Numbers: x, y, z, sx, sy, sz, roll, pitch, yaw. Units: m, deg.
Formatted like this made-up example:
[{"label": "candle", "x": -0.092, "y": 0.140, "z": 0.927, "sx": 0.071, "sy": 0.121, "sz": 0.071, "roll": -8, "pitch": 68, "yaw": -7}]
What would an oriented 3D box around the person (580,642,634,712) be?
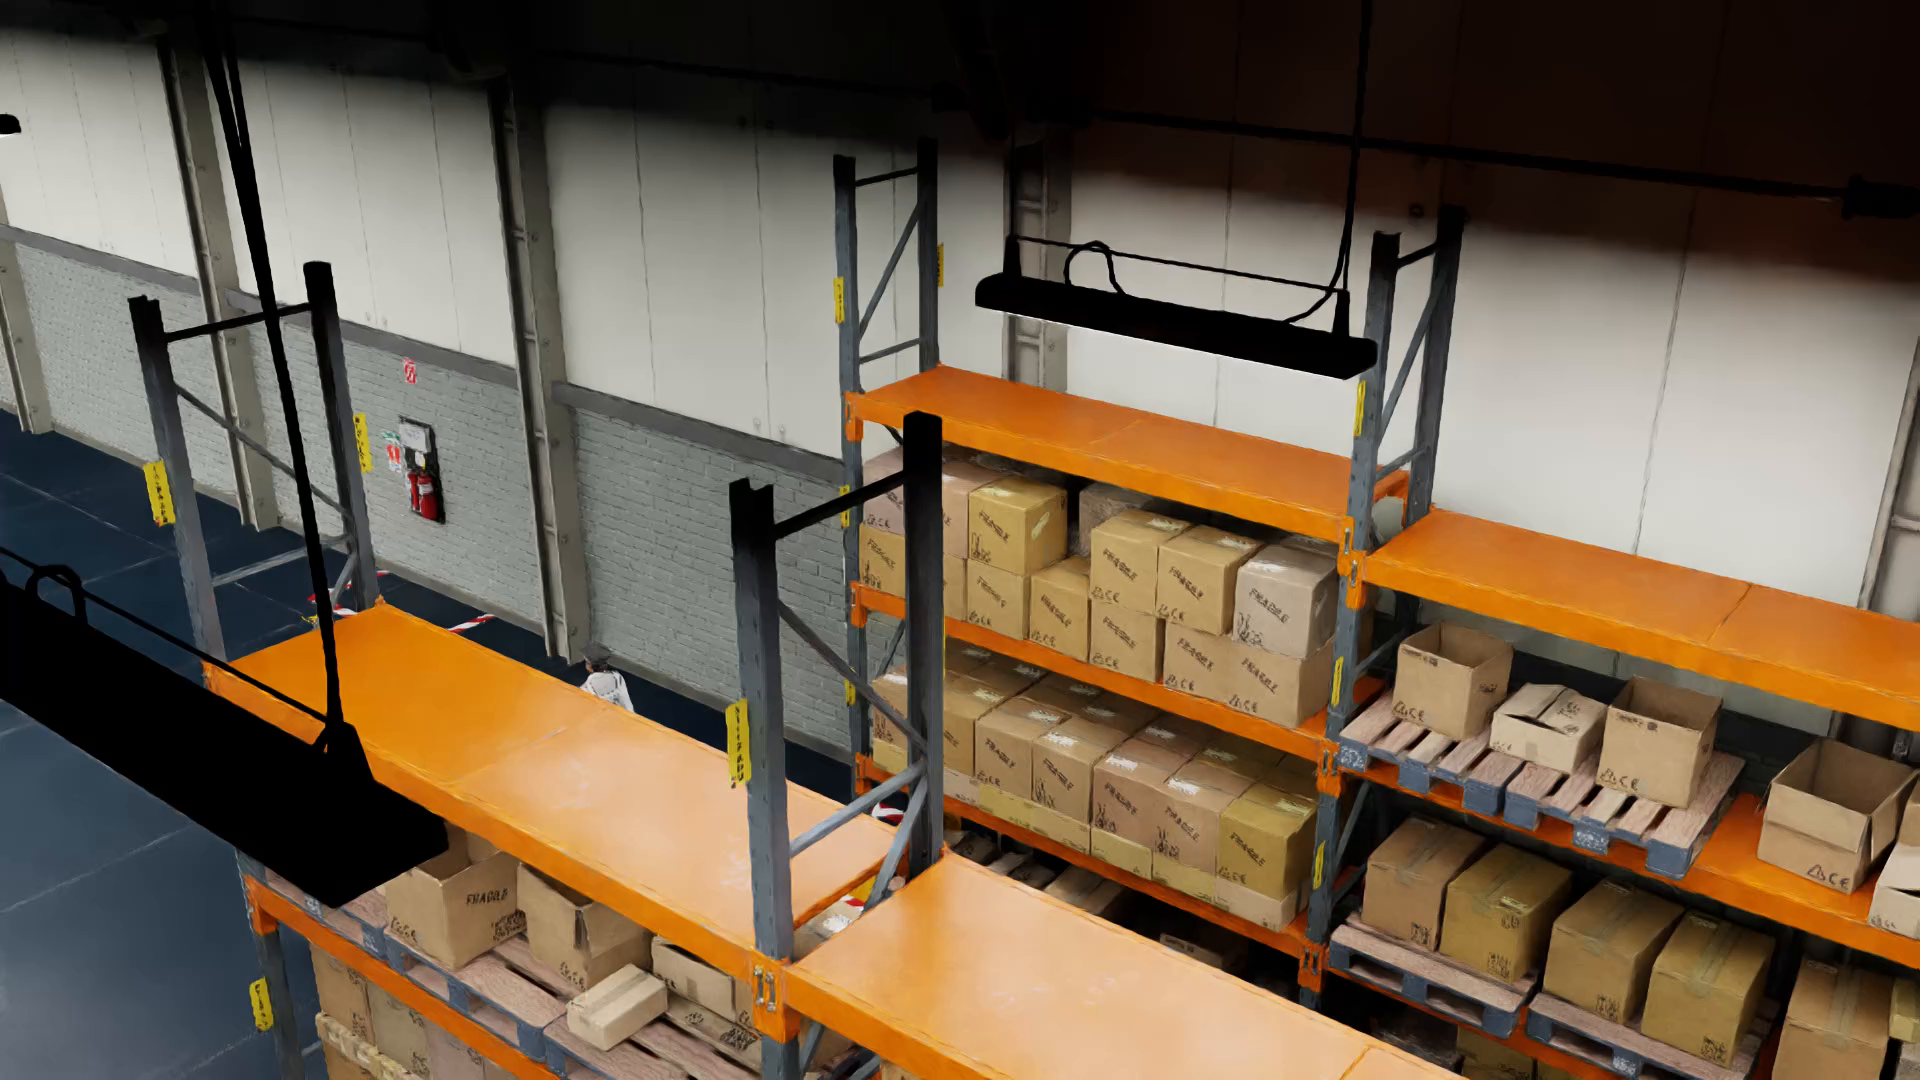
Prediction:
[{"label": "person", "x": -3.119, "y": 1.657, "z": 14.555, "sx": 1.077, "sy": 1.586, "sz": 0.493, "roll": 18, "pitch": 29, "yaw": 37}]
